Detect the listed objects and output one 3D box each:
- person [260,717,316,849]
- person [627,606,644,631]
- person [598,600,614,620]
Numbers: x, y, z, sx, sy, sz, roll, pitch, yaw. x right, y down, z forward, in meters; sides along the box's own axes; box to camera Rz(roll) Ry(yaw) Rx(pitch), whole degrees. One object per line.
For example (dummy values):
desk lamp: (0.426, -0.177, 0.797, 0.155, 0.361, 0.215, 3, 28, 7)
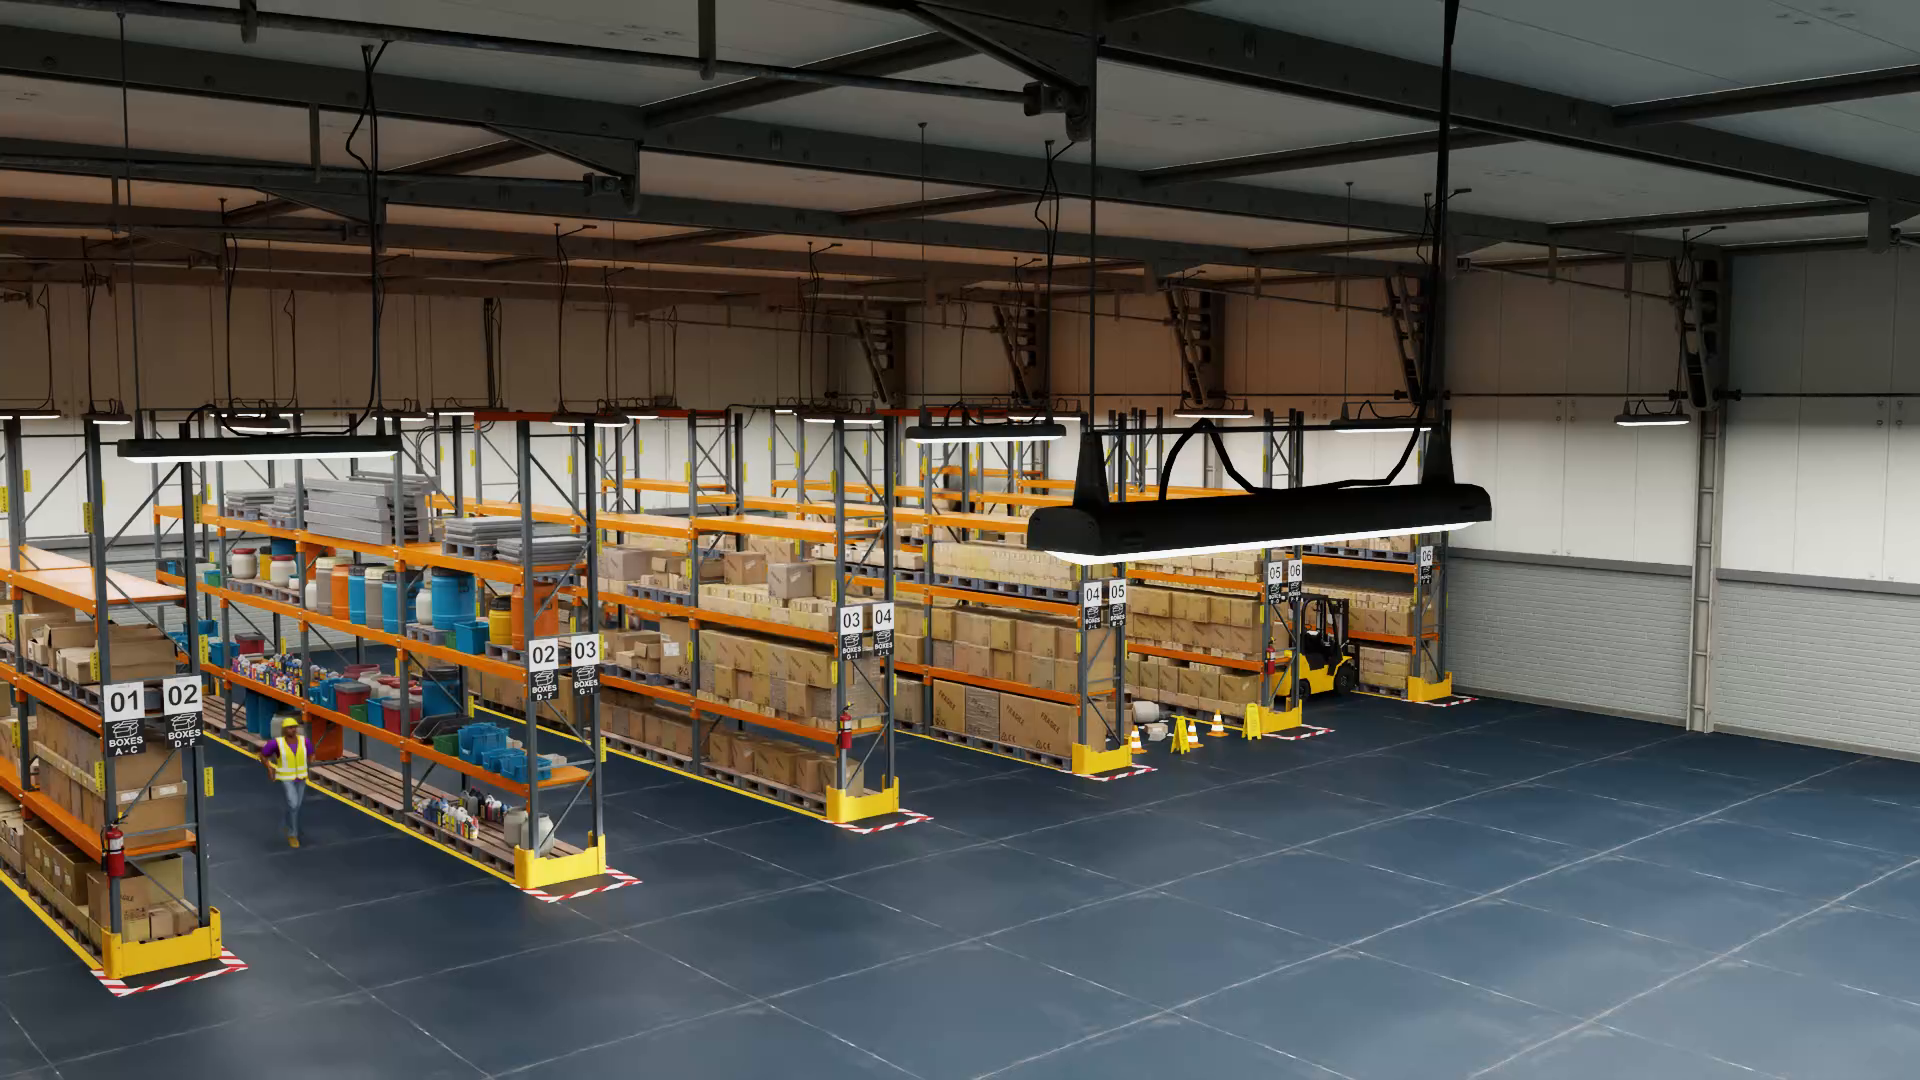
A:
person: (-9.409, 3.401, 23.437, 0.746, 1.826, 0.674, 5, 7, 43)
person: (-7.116, 2.259, 36.219, 0.728, 1.740, 1.090, -4, 7, -40)
person: (-8.784, 1.902, 41.108, 0.620, 1.728, 0.591, -5, 7, -42)
